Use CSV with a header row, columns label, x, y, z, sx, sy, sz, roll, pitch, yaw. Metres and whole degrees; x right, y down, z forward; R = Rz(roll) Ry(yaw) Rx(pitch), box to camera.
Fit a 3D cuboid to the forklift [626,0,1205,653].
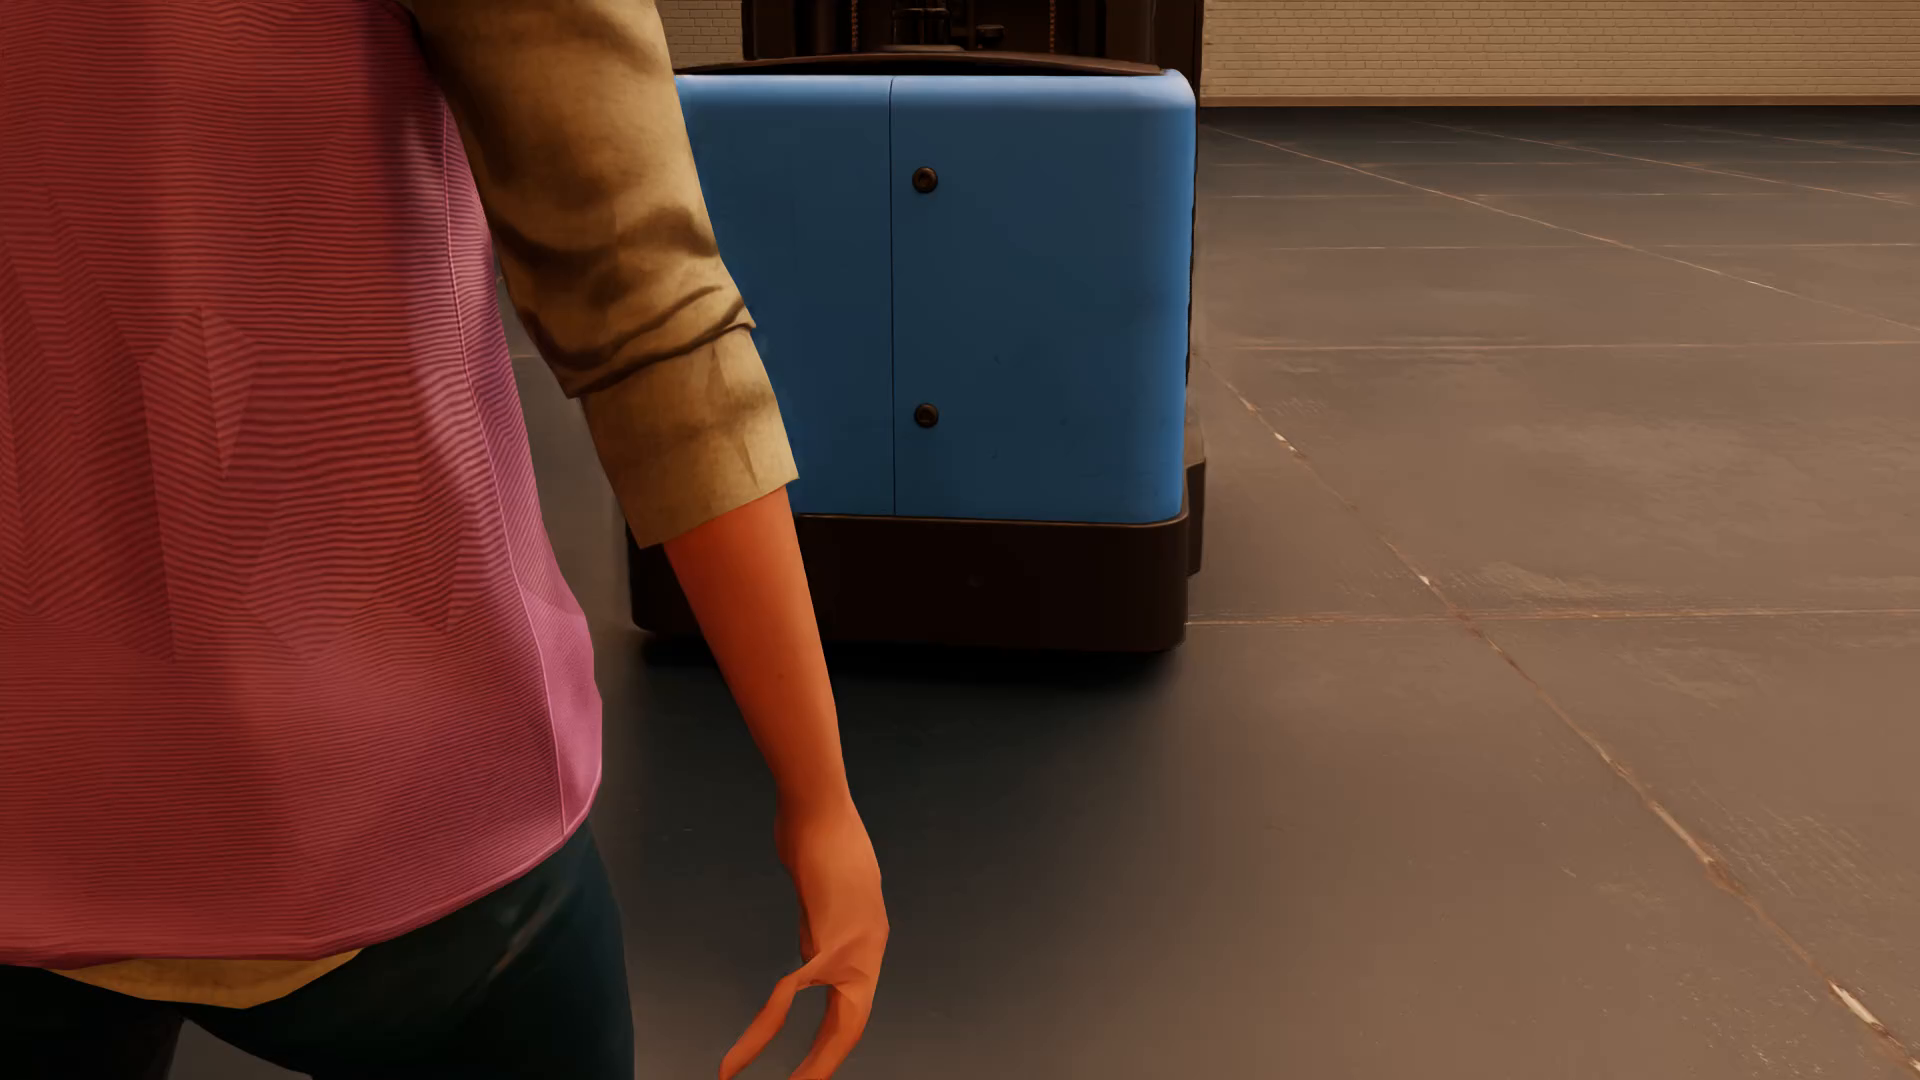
label,x,y,z,sx,sy,sz,roll,pitch,yaw
forklift,0.055,-1.582,4.078,1.130,2.935,3.031,2,17,6
